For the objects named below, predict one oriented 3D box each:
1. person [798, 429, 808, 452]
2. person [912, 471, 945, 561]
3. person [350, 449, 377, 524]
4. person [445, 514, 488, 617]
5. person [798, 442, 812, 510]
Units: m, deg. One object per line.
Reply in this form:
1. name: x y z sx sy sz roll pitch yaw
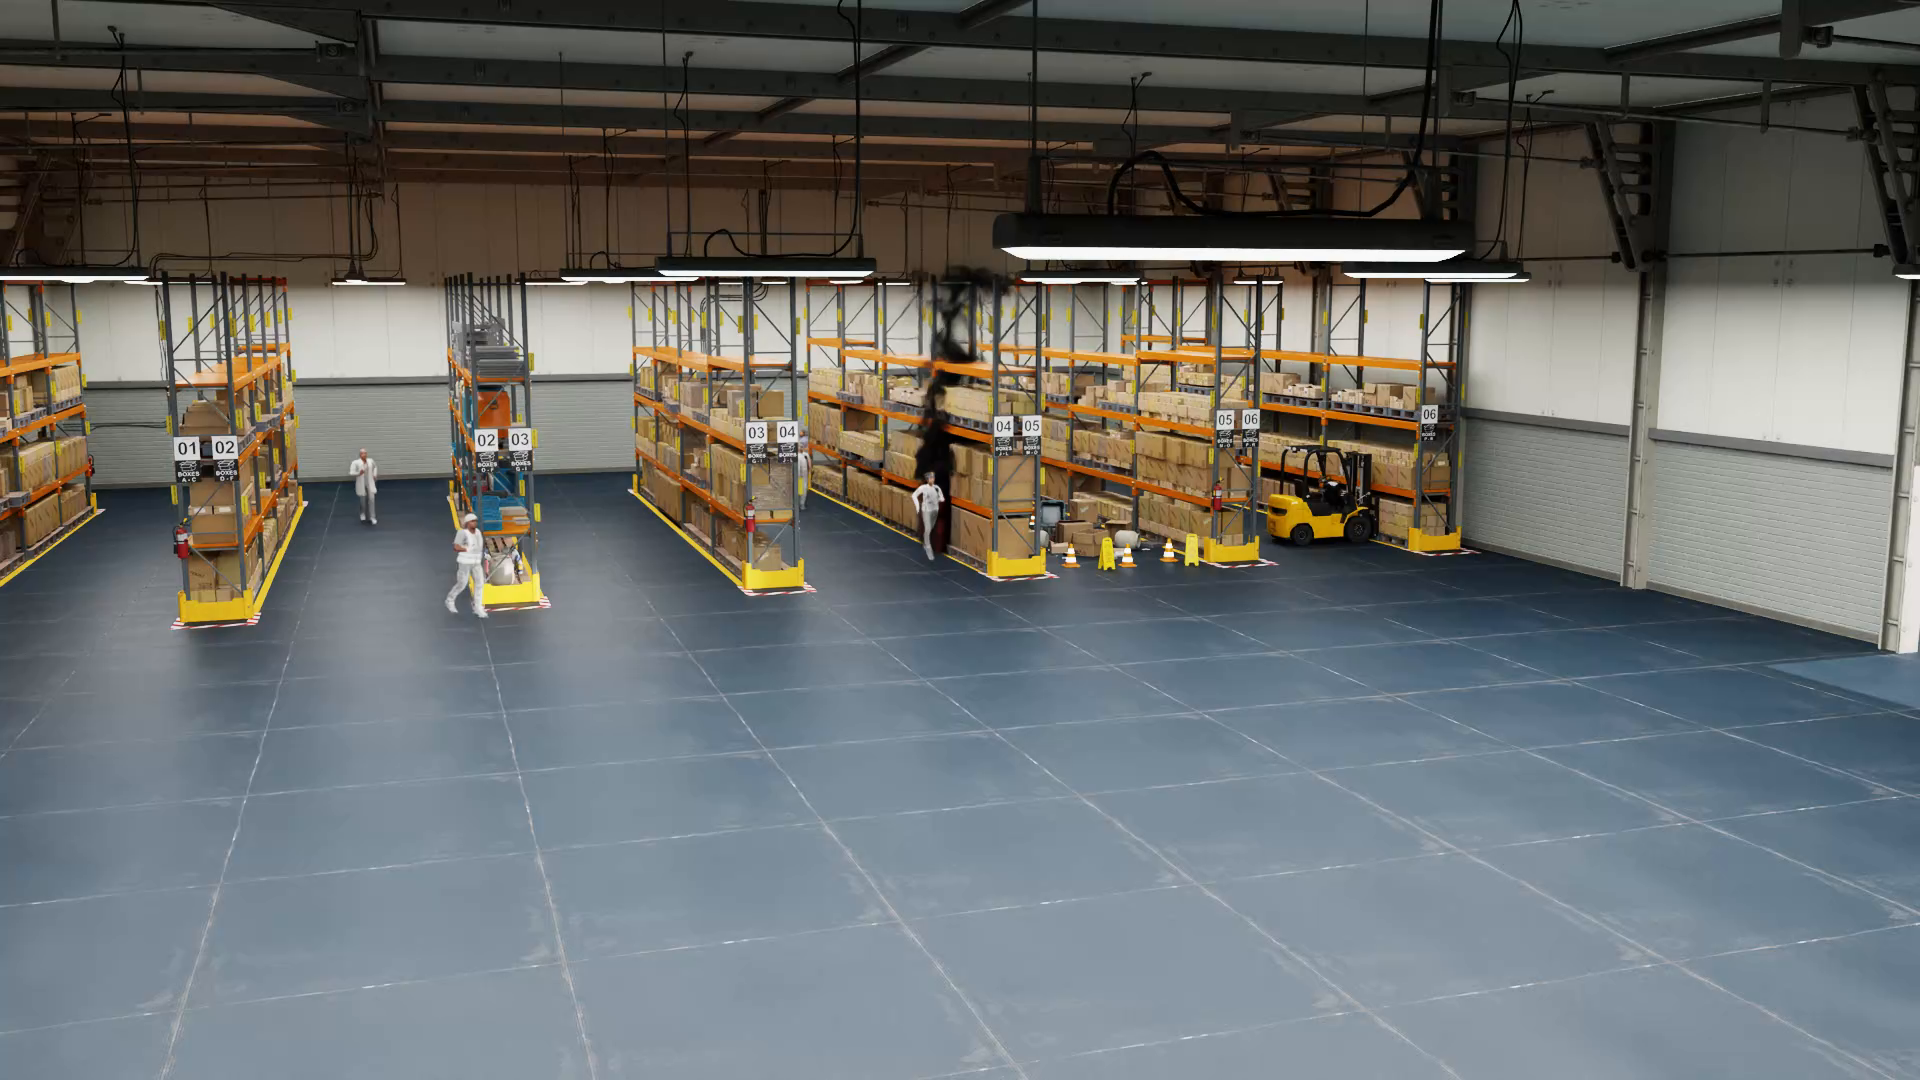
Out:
1. person: -4.725 -2.486 49.308 0.595 1.592 0.654 -5 10 -32
2. person: -0.611 -0.514 34.055 0.584 1.804 0.720 -5 10 -30
3. person: -14.590 -1.327 40.767 0.694 1.804 0.970 -5 10 -31
4. person: -8.644 0.431 29.288 0.898 1.801 0.686 5 10 30
5. person: -4.197 -1.709 43.683 0.673 1.771 0.829 -2 9 -16
